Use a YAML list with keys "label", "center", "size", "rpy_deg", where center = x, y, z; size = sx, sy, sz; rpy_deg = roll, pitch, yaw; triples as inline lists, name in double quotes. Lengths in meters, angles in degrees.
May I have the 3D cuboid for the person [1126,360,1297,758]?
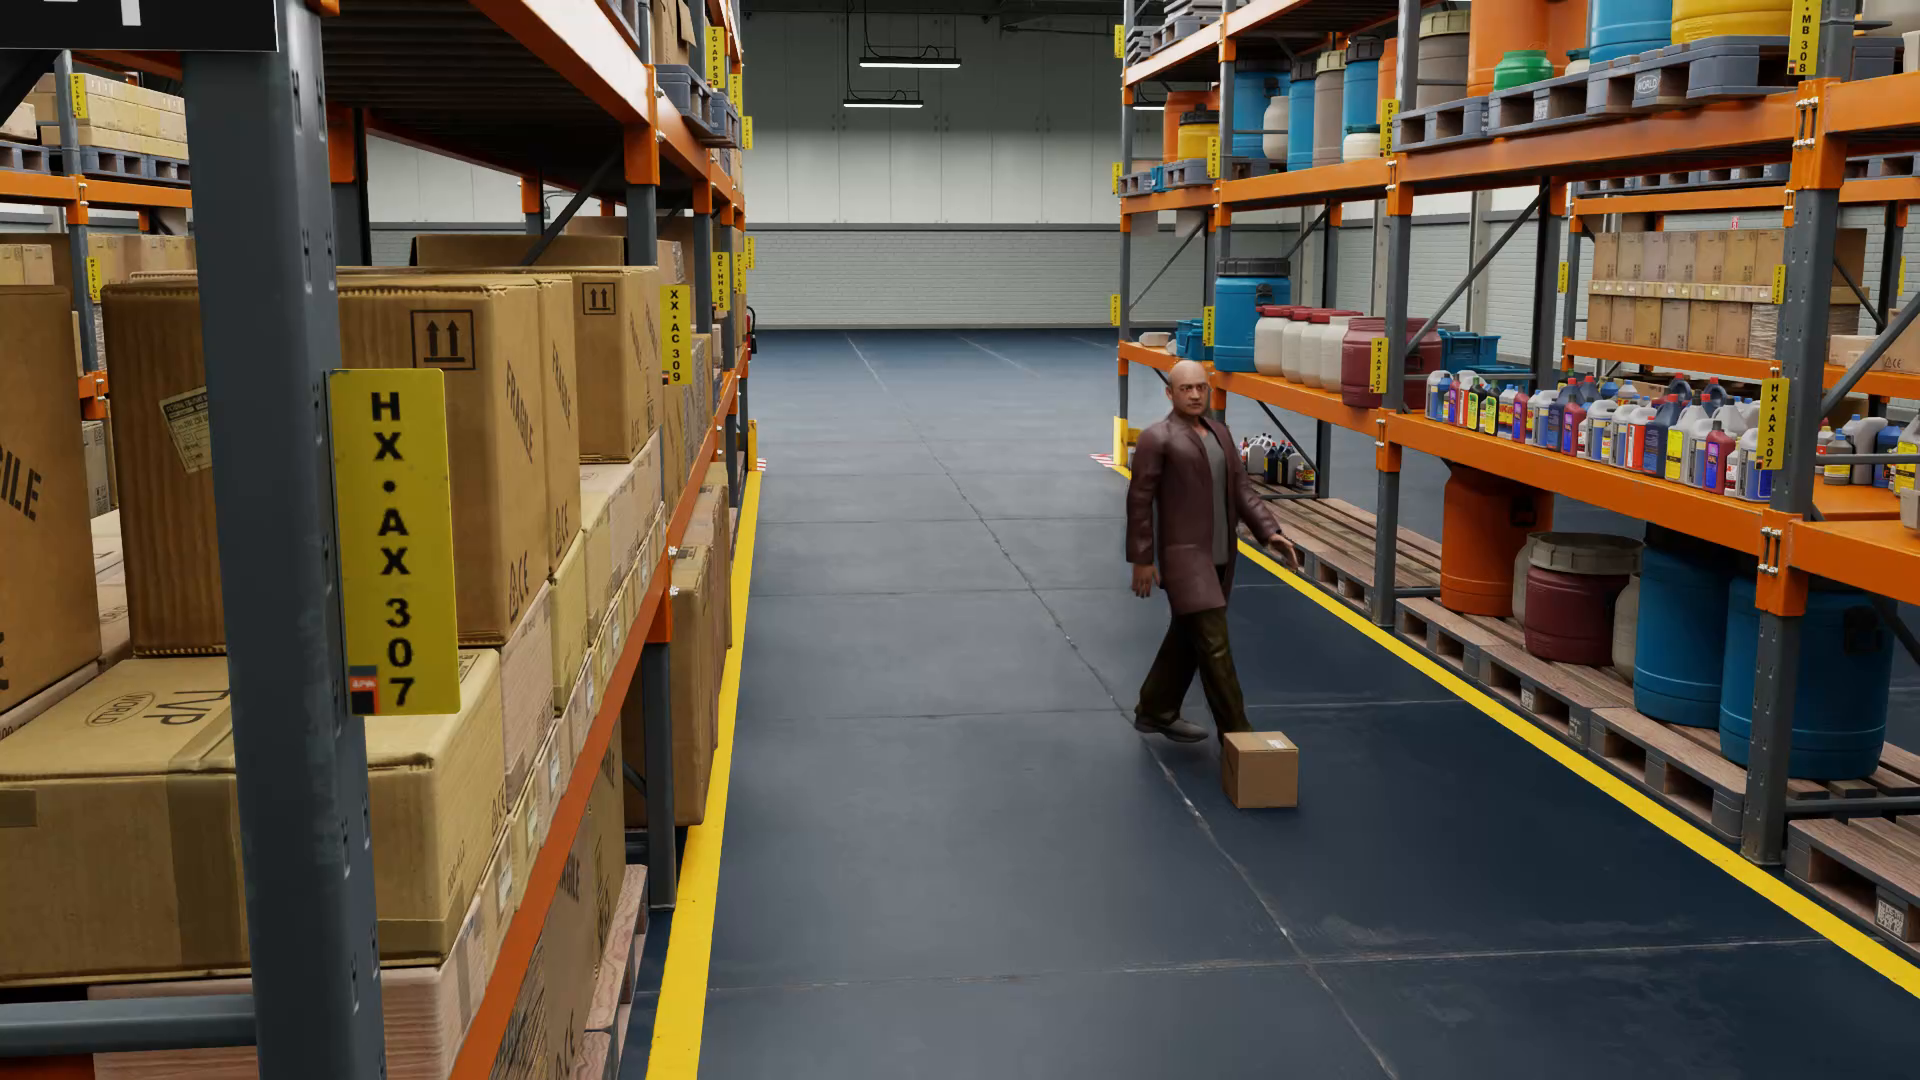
- label: "person"
  center: [1.126, 0.100, 7.321]
  size: [0.899, 1.765, 0.606]
  rpy_deg: [9, 14, 43]
